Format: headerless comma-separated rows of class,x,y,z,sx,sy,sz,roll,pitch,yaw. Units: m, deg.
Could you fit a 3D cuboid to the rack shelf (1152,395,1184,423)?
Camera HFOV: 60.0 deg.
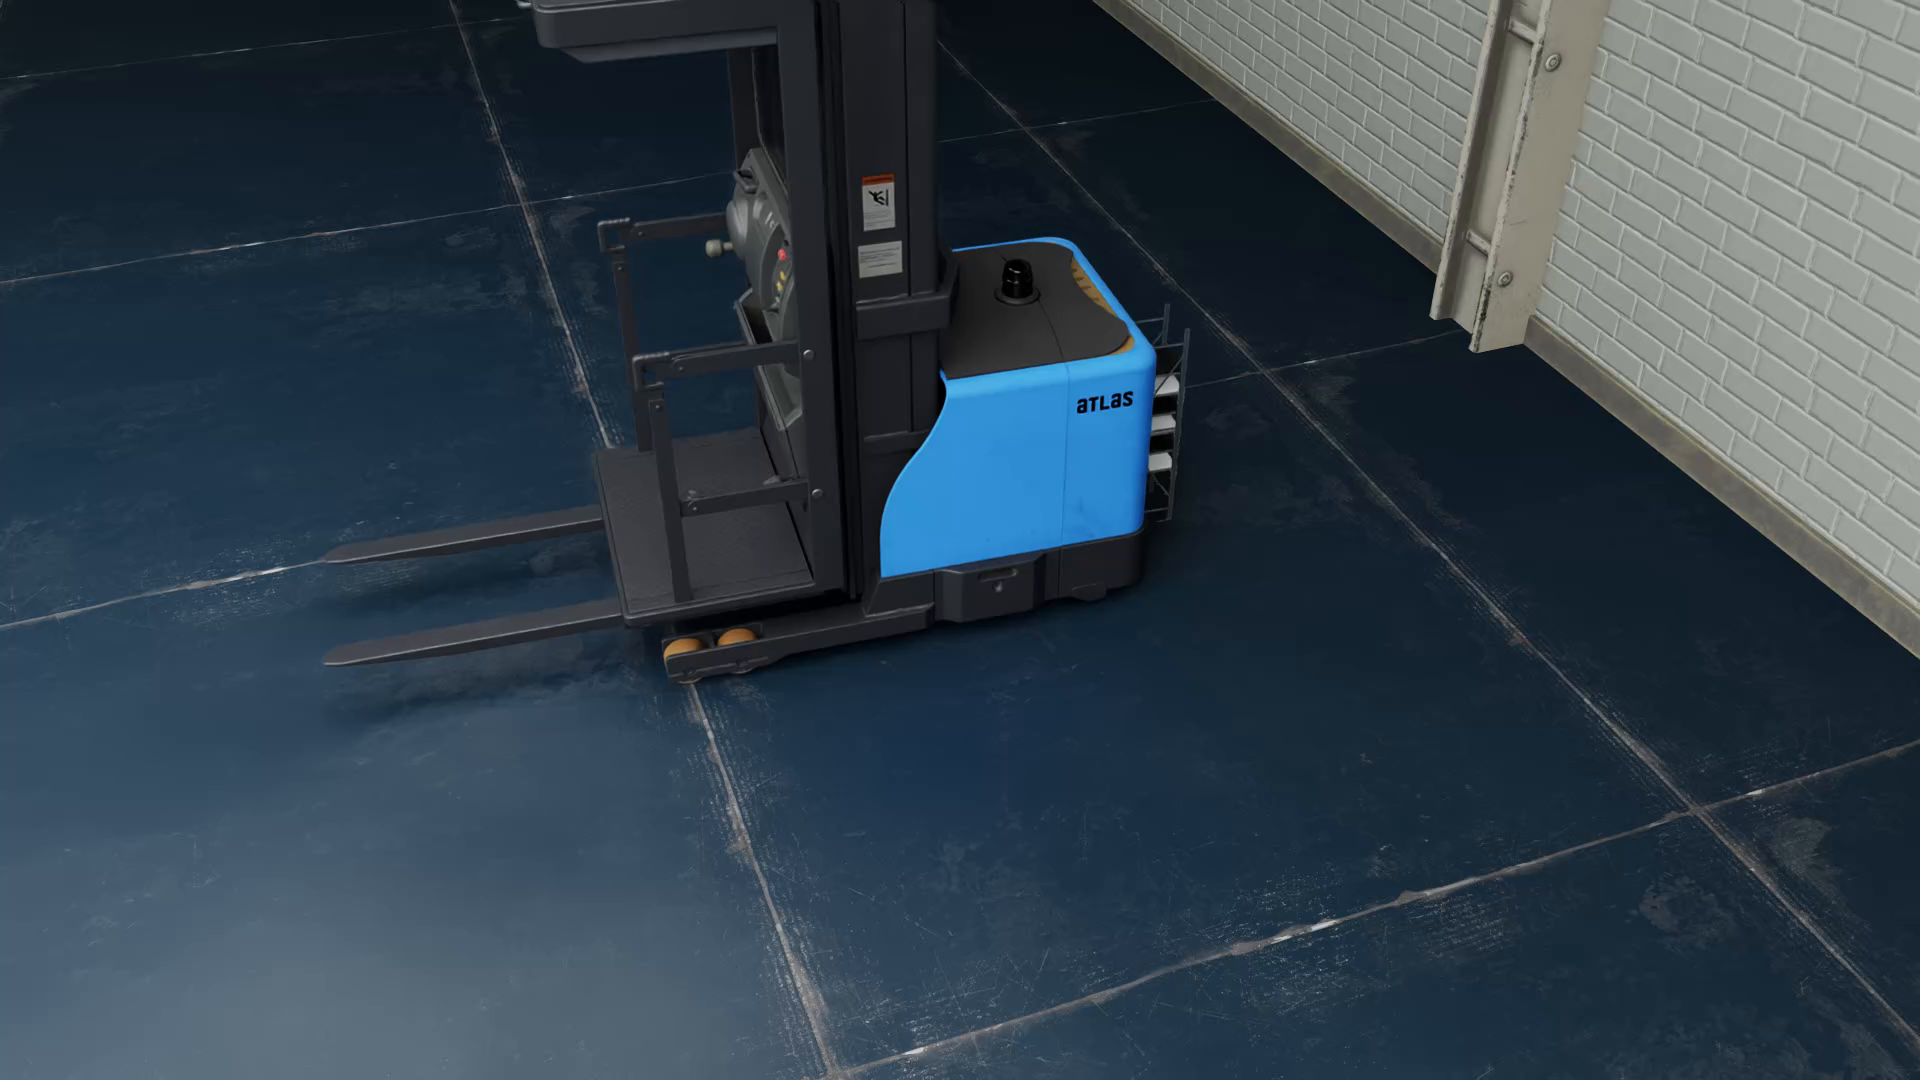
rack shelf,0.730,-0.529,6.609,0.258,0.077,0.200,-10,38,-13

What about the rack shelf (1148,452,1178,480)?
rack shelf,0.729,-0.313,6.772,0.258,0.077,0.200,-10,38,-13

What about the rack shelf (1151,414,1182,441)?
rack shelf,0.730,-0.457,6.663,0.258,0.077,0.200,-10,38,-13

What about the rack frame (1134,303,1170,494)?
rack frame,0.701,-0.543,6.721,0.240,0.900,0.006,-10,38,-13

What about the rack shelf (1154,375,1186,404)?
rack shelf,0.730,-0.601,6.555,0.258,0.077,0.200,-10,38,-13

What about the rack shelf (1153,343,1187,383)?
rack shelf,0.730,-0.673,6.501,0.258,0.077,0.200,-10,38,-13

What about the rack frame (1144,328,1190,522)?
rack frame,0.758,-0.425,6.565,0.240,0.900,0.006,-10,38,-13

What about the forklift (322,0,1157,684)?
forklift,-0.862,-1.003,5.646,3.031,2.935,1.130,-10,38,-13

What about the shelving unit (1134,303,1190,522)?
shelving unit,0.730,-0.484,6.643,0.258,0.900,0.210,-10,38,-13

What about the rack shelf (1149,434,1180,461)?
rack shelf,0.729,-0.385,6.718,0.258,0.077,0.200,-10,38,-13

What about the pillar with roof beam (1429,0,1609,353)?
pillar with roof beam,-1.510,-3.738,4.233,9.100,9.000,0.400,-12,39,-16
